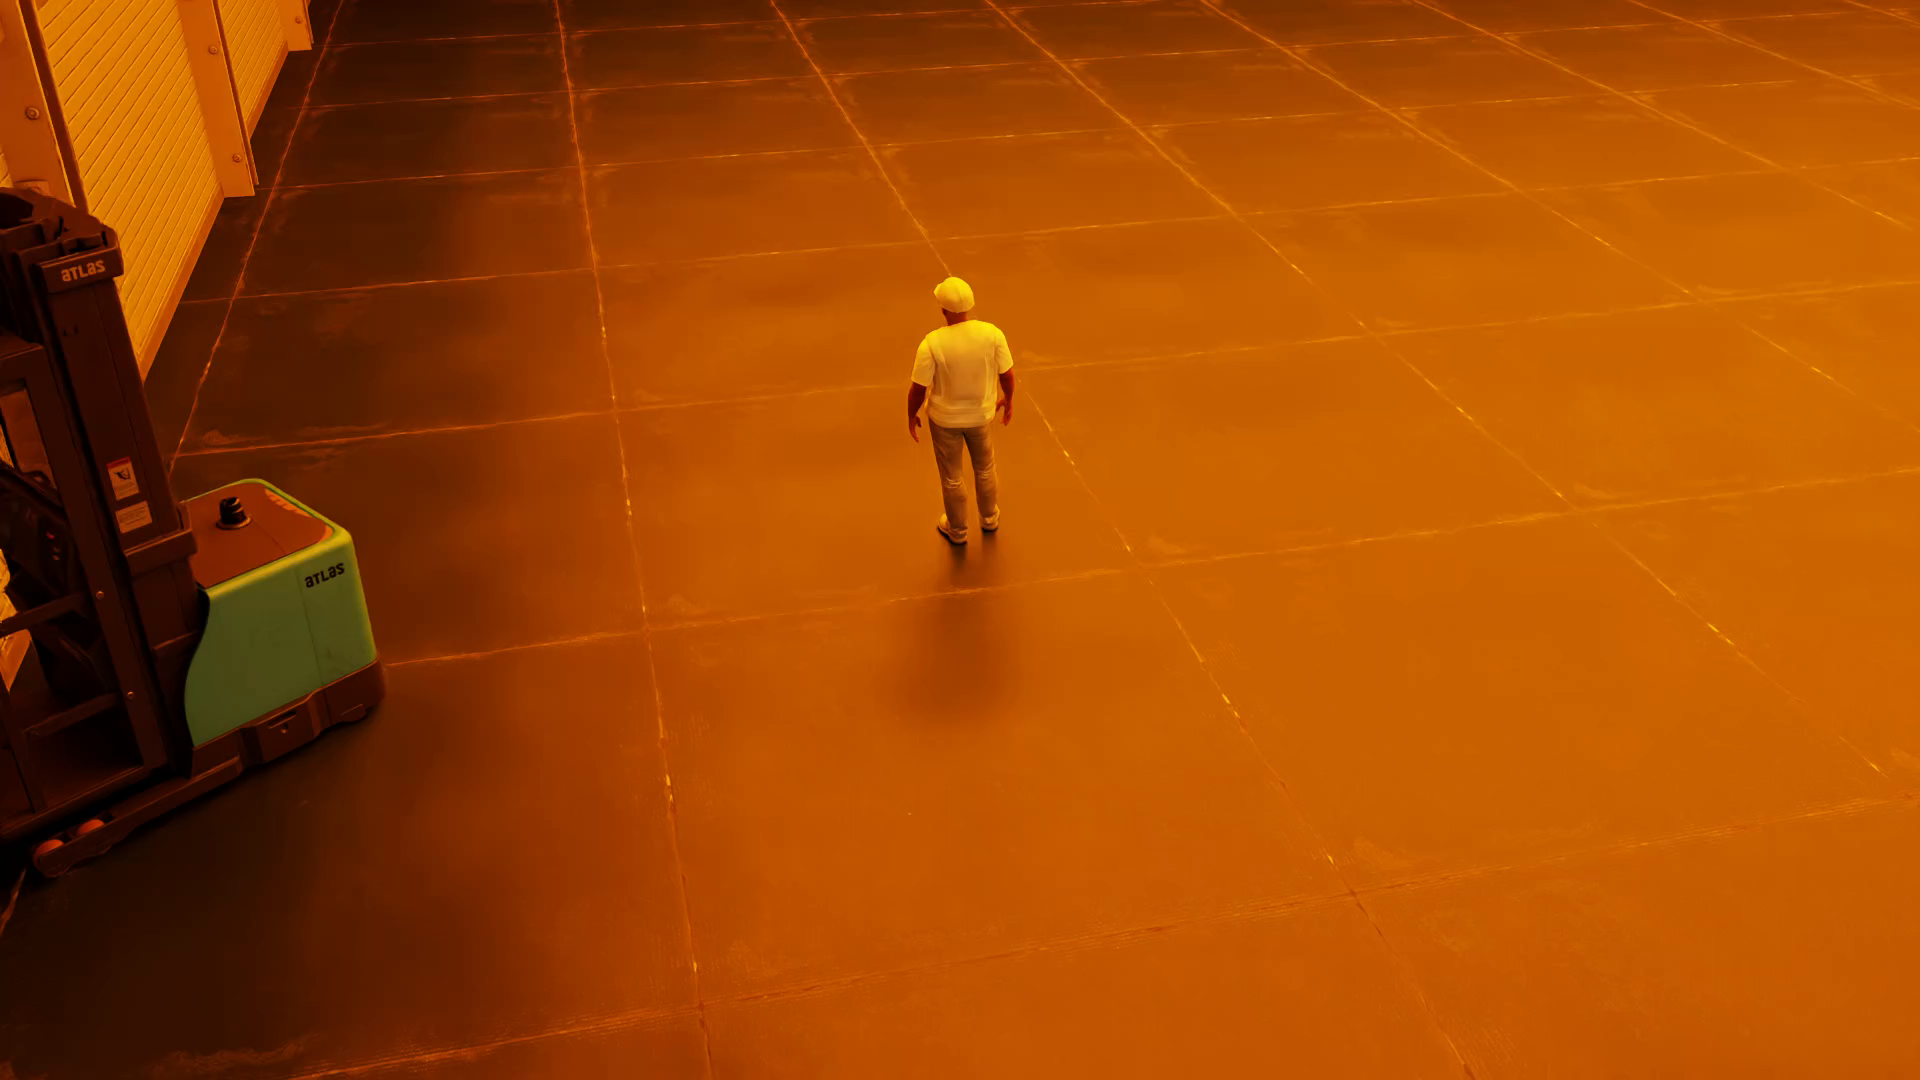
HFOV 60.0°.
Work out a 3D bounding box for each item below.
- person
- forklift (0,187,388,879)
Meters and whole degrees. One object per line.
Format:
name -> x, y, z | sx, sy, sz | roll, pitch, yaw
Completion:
person -> -0.010, -0.805, 10.113 | 0.665, 1.765, 0.577 | -7, 31, -12
forklift -> -4.424, 0.017, 7.545 | 1.130, 2.935, 3.031 | 24, 38, 35
